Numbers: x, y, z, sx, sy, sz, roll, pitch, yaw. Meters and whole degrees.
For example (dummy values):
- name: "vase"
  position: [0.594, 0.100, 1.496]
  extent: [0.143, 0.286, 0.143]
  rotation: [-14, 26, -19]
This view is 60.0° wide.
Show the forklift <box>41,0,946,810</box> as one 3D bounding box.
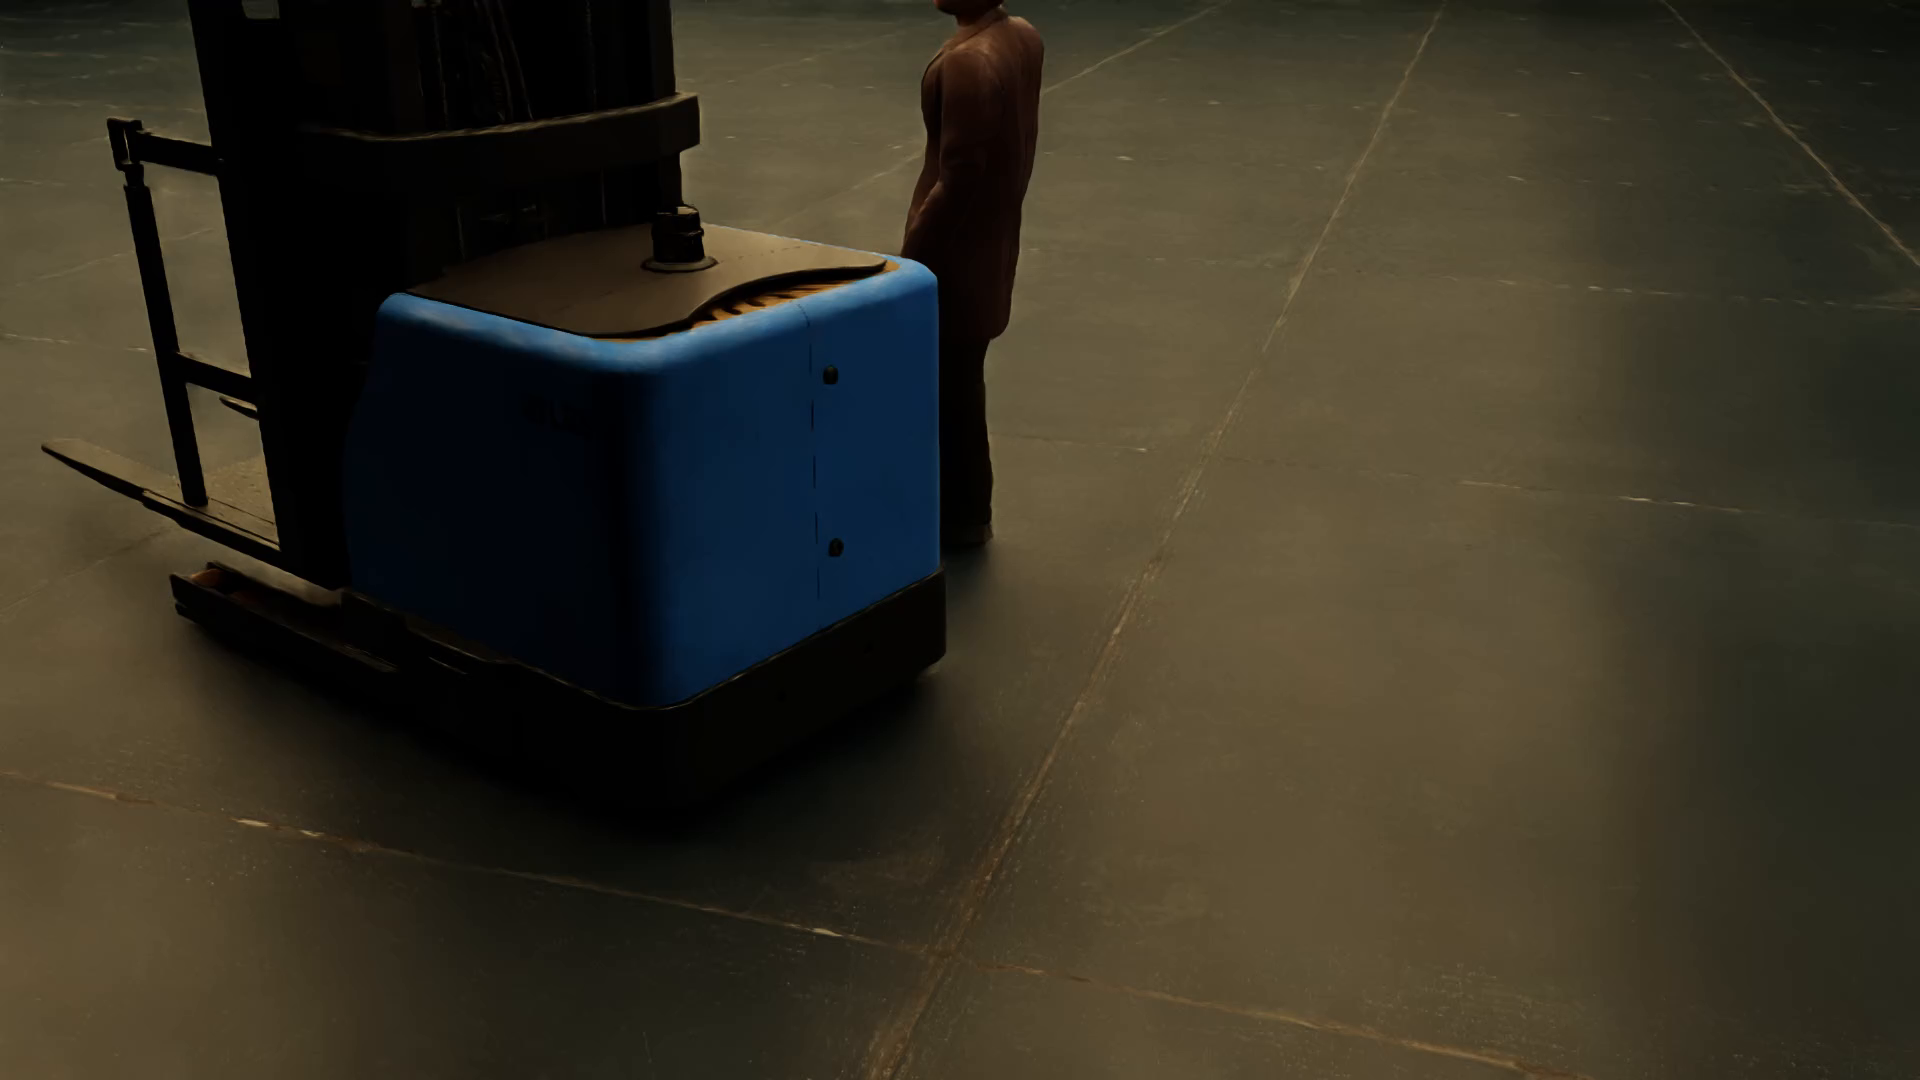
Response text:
- name: "forklift"
  position: [-1.514, -1.206, 4.201]
  extent: [3.031, 2.935, 1.130]
  rotation: [16, 27, 34]

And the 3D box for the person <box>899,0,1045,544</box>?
- name: "person"
  position: [-0.086, -0.840, 4.808]
  extent: [0.580, 1.776, 0.694]
  rotation: [7, 23, 16]
